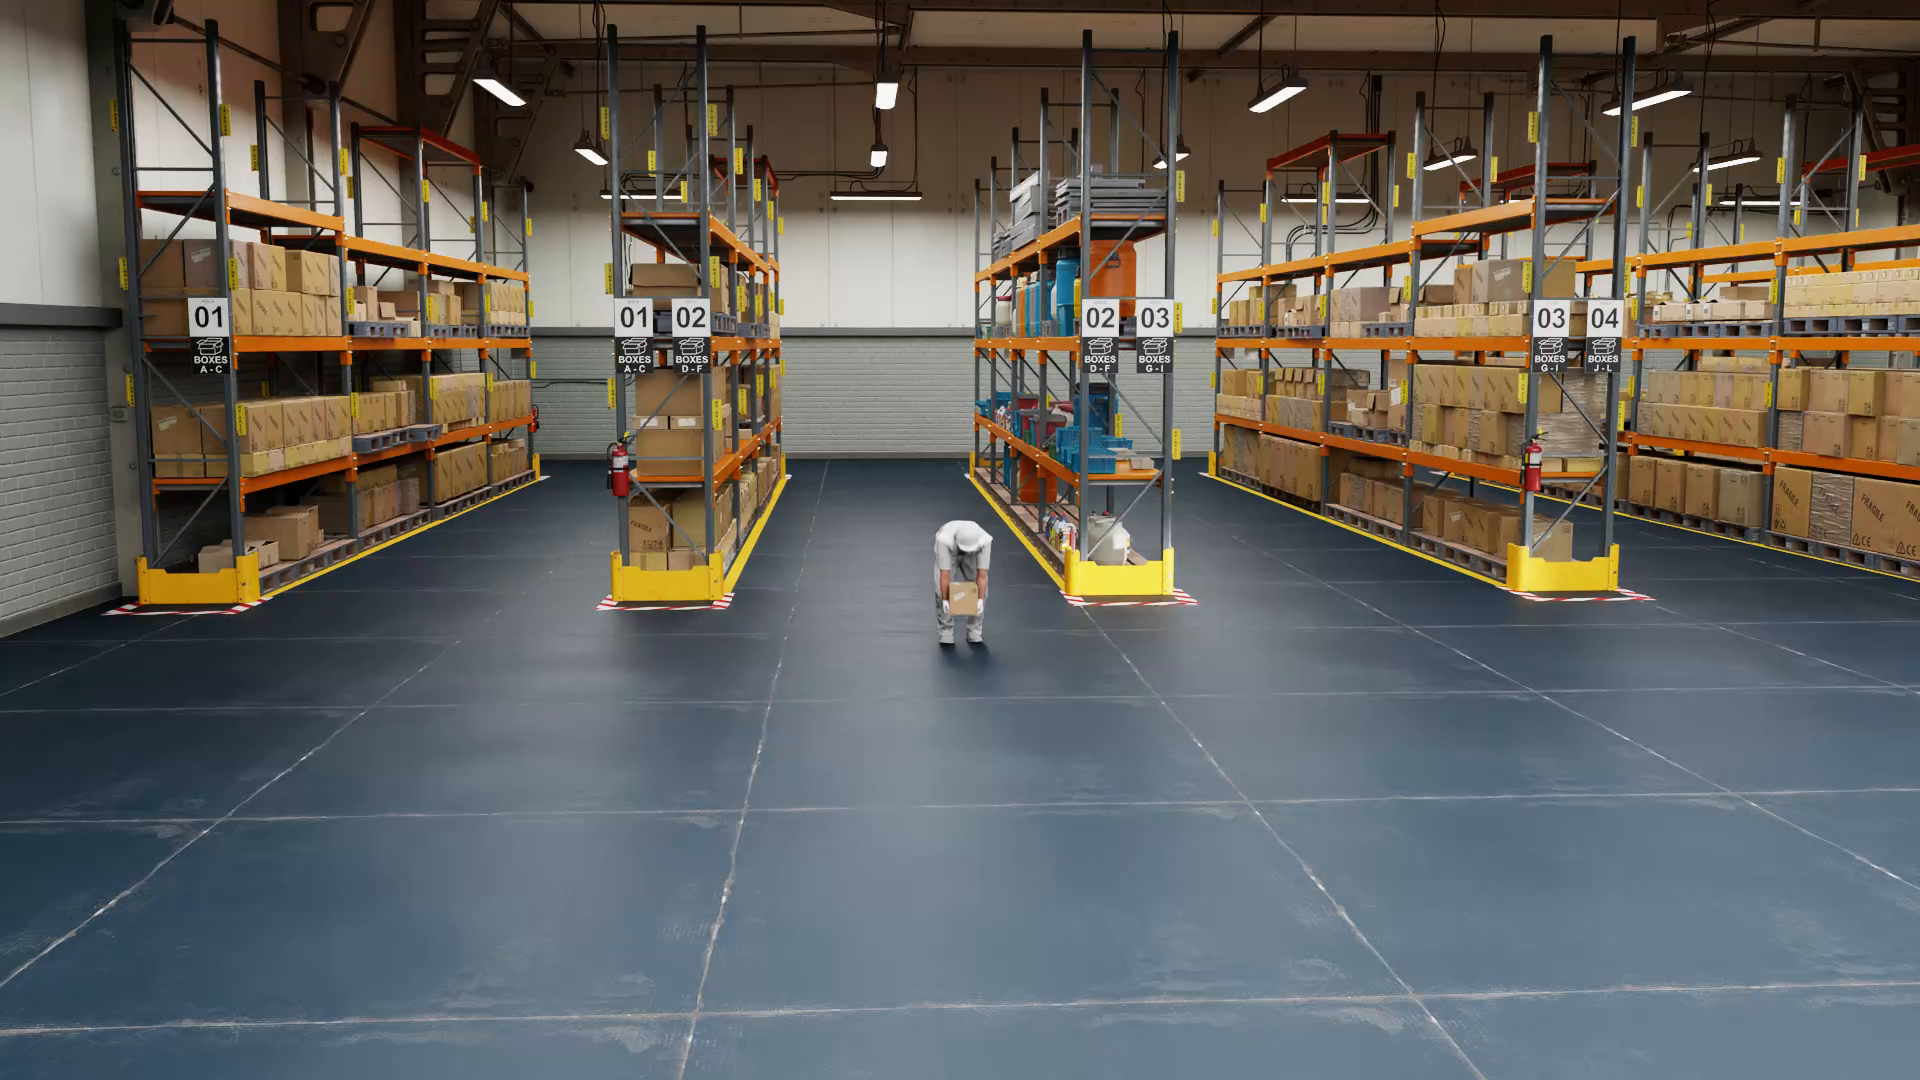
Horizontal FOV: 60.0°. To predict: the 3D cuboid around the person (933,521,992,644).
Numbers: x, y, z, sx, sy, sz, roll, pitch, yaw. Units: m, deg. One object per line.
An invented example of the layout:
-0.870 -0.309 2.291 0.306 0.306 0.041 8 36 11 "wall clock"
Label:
0.025 0.377 15.074 0.517 1.169 0.958 -1 7 -6 "person"
